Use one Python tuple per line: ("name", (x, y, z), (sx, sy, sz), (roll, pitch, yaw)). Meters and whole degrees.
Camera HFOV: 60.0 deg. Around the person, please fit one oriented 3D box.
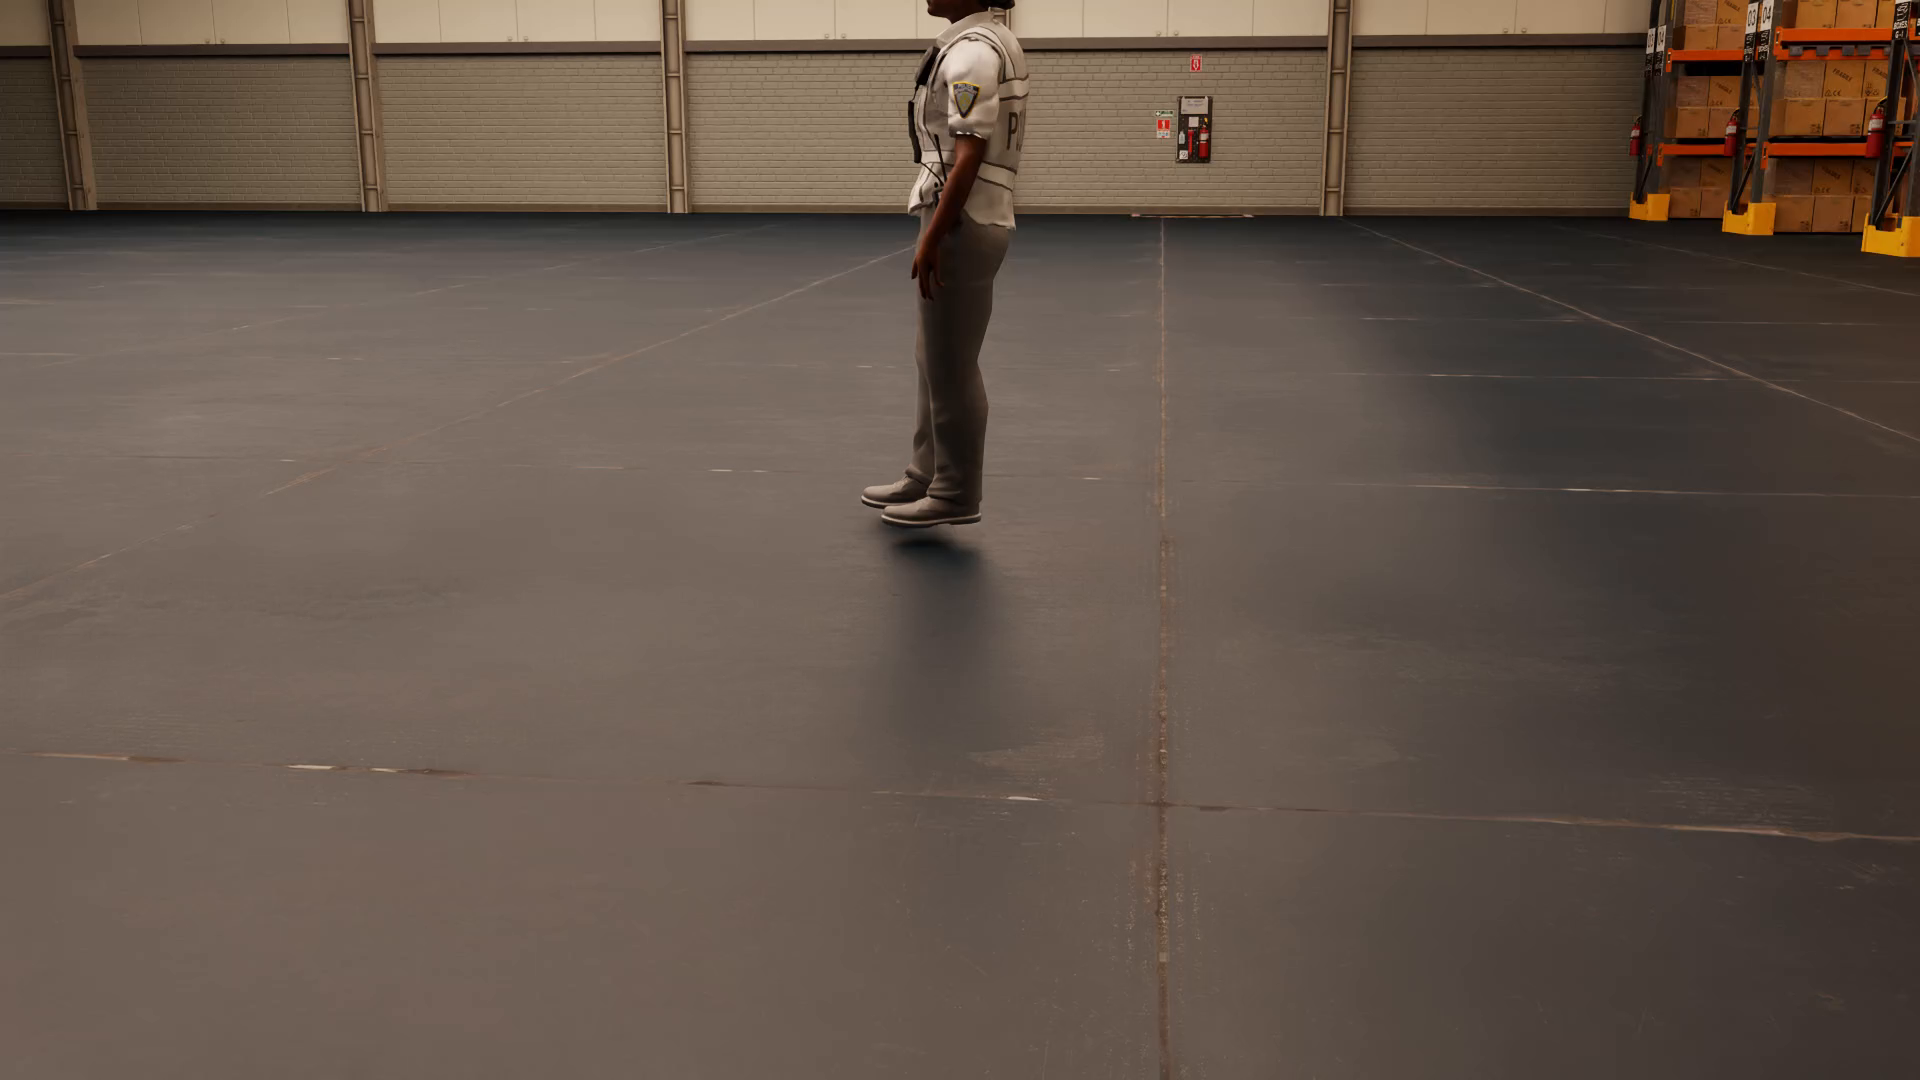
("person", (-0.072, -0.877, 4.771), (0.529, 1.695, 0.569), (2, 13, 7))
